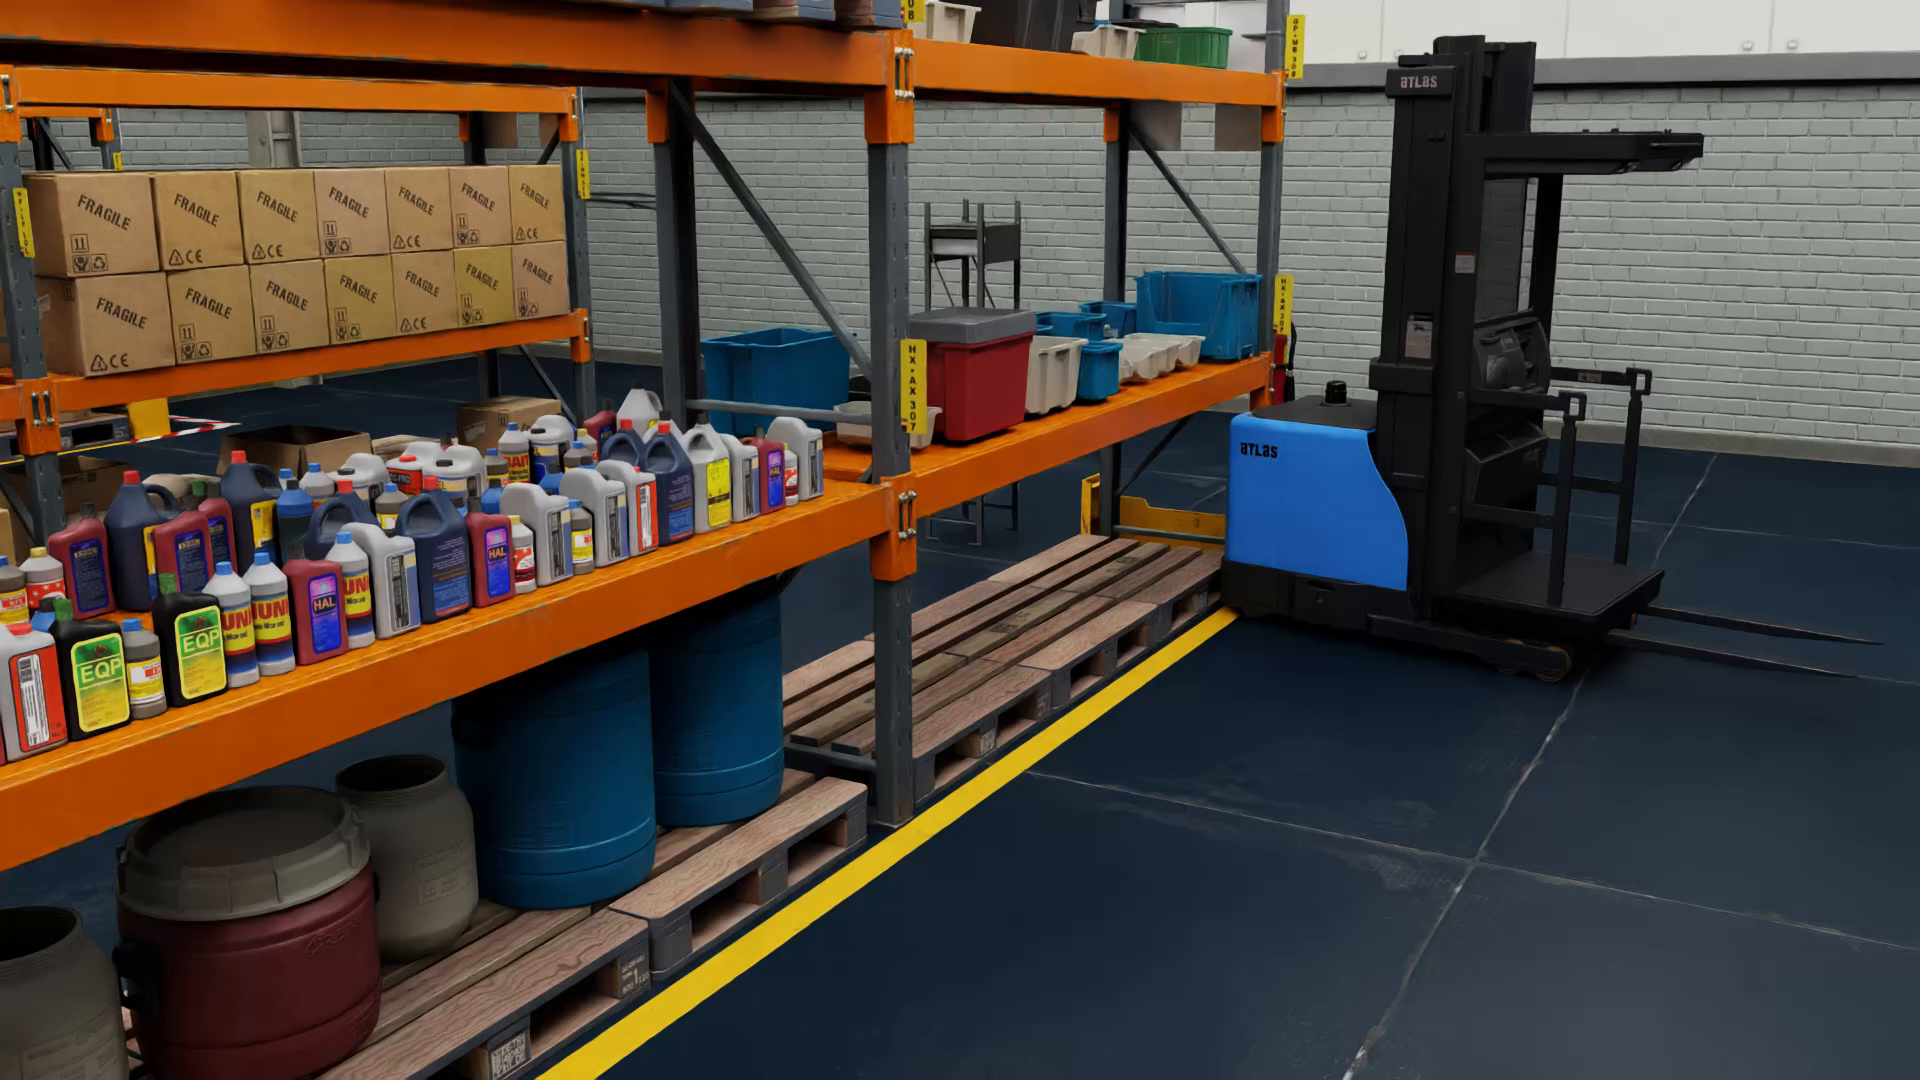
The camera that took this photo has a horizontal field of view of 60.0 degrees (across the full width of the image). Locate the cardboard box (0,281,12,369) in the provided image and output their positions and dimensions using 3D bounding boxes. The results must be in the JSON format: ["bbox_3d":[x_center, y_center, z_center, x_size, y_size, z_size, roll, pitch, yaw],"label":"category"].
[{"bbox_3d":[-4.958,-1.200,8.899,0.500,0.500,0.500,8,16,29],"label":"cardboard box"}]

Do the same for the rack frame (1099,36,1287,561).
[{"bbox_3d":[1.293,-1.279,9.437,1.000,3.000,0.127,7,15,28],"label":"rack frame"}]

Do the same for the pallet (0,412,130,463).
[{"bbox_3d":[-7.698,-0.873,13.703,1.003,0.211,1.213,7,15,28],"label":"pallet"}]

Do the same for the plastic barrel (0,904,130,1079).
[{"bbox_3d":[-2.158,1.140,3.818,0.421,0.512,0.421,0,14,0],"label":"plastic barrel"}]

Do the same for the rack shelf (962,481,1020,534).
[{"bbox_3d":[0.080,-0.361,10.596,0.431,0.518,0.480,7,15,28],"label":"rack shelf"}]

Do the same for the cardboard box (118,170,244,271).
[{"bbox_3d":[-4.252,-1.725,8.943,0.500,0.500,0.500,7,15,26],"label":"cardboard box"}]

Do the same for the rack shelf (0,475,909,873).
[{"bbox_3d":[-1.607,0.302,4.416,1.077,0.370,4.000,7,15,28],"label":"rack shelf"}]

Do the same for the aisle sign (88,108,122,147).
[{"bbox_3d":[-7.082,-3.646,13.709,0.394,0.787,0.004,7,15,28],"label":"aisle sign"}]

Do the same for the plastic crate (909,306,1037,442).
[{"bbox_3d":[0.011,-0.673,6.661,0.402,0.464,0.583,7,15,28],"label":"plastic crate"}]

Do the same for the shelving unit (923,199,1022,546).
[{"bbox_3d":[0.080,-1.055,10.428,0.431,2.100,0.503,7,15,28],"label":"shelving unit"}]

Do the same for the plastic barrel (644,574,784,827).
[{"bbox_3d":[-0.919,0.468,5.775,0.600,0.901,0.708,7,15,28],"label":"plastic barrel"}]

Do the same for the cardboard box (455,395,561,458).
[{"bbox_3d":[-3.088,-0.700,11.431,0.500,0.500,0.500,7,15,28],"label":"cardboard box"}]

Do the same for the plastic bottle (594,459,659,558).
[{"bbox_3d":[-0.969,-0.102,4.820,0.152,0.276,0.135,7,15,28],"label":"plastic bottle"}]

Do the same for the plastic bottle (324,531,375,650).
[{"bbox_3d":[-1.444,0.115,3.929,0.097,0.271,0.097,0,14,0],"label":"plastic bottle"}]

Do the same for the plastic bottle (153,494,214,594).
[{"bbox_3d":[-1.984,0.032,4.250,0.061,0.283,0.133,7,15,28],"label":"plastic bottle"}]

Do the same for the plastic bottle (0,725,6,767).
[{"bbox_3d":[-1.883,0.305,3.117,0.061,0.283,0.133,7,15,28],"label":"plastic bottle"}]

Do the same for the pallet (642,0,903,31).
[{"bbox_3d":[-0.934,-1.653,4.991,1.213,0.211,1.003,7,15,28],"label":"pallet"}]

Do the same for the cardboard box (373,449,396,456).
[{"bbox_3d":[-4.036,-0.433,10.859,0.500,0.250,0.500,7,15,28],"label":"cardboard box"}]

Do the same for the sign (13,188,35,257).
[{"bbox_3d":[-4.487,-1.521,7.971,0.100,0.325,0.005,7,15,28],"label":"sign"}]

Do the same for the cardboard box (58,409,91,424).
[{"bbox_3d":[-7.630,-1.235,13.694,0.700,0.500,0.500,7,15,28],"label":"cardboard box"}]

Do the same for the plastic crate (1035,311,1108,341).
[{"bbox_3d":[0.567,-1.078,8.834,0.416,0.233,0.300,7,15,28],"label":"plastic crate"}]

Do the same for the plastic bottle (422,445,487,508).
[{"bbox_3d":[-1.512,-0.139,4.973,0.152,0.276,0.135,7,15,28],"label":"plastic bottle"}]

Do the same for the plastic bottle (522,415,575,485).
[{"bbox_3d":[-1.375,-0.271,5.522,0.152,0.276,0.135,7,15,28],"label":"plastic bottle"}]

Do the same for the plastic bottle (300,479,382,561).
[{"bbox_3d":[-1.529,0.028,4.123,0.144,0.351,0.185,7,15,28],"label":"plastic bottle"}]

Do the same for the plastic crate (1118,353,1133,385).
[{"bbox_3d":[0.664,-0.811,7.933,0.298,0.136,0.250,7,15,28],"label":"plastic crate"}]

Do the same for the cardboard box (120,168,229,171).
[{"bbox_3d":[-4.468,-1.897,9.653,0.500,0.500,0.500,8,15,28],"label":"cardboard box"}]

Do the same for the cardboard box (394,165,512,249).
[{"bbox_3d":[-3.259,-2.149,10.701,0.500,0.500,0.500,8,16,30],"label":"cardboard box"}]

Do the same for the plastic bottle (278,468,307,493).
[{"bbox_3d":[-1.885,-0.065,4.679,0.097,0.271,0.097,0,14,0],"label":"plastic bottle"}]

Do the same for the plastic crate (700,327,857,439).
[{"bbox_3d":[-0.714,-0.614,6.586,0.392,0.384,0.575,7,15,28],"label":"plastic crate"}]

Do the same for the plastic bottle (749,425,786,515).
[{"bbox_3d":[-0.620,-0.231,5.341,0.061,0.283,0.133,7,15,28],"label":"plastic bottle"}]

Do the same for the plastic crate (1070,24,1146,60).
[{"bbox_3d":[0.511,-2.157,7.242,0.437,0.136,0.530,7,15,28],"label":"plastic crate"}]

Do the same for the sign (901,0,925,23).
[{"bbox_3d":[-0.160,-1.858,5.421,0.100,0.325,0.005,7,15,28],"label":"sign"}]

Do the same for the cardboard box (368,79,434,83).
[{"bbox_3d":[-3.540,-2.885,10.021,0.500,0.250,0.500,7,15,28],"label":"cardboard box"}]

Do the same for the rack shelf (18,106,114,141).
[{"bbox_3d":[-8.346,-3.099,12.124,1.077,0.370,4.000,7,15,28],"label":"rack shelf"}]

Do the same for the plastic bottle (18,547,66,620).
[{"bbox_3d":[-2.240,0.119,4.063,0.097,0.201,0.097,0,14,0],"label":"plastic bottle"}]

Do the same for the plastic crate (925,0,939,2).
[{"bbox_3d":[-0.049,-2.260,7.359,0.437,0.282,0.530,7,15,28],"label":"plastic crate"}]

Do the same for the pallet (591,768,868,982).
[{"bbox_3d":[-1.050,1.051,5.723,1.003,0.211,1.213,7,15,28],"label":"pallet"}]

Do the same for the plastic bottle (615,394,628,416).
[{"bbox_3d":[-1.191,-0.374,5.935,0.061,0.283,0.133,7,15,28],"label":"plastic bottle"}]

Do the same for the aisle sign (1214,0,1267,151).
[{"bbox_3d":[1.584,-2.524,9.056,0.394,0.787,0.004,7,15,28],"label":"aisle sign"}]

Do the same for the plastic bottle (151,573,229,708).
[{"bbox_3d":[-1.642,0.203,3.542,0.061,0.283,0.133,7,15,28],"label":"plastic bottle"}]

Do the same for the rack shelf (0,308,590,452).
[{"bbox_3d":[-4.008,-1.081,10.151,1.077,0.370,4.000,7,15,28],"label":"rack shelf"}]

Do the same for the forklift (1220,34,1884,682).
[{"bbox_3d":[2.859,-0.901,8.015,3.031,2.935,1.130,10,17,37],"label":"forklift"}]

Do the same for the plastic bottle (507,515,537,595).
[{"bbox_3d":[-1.178,0.037,4.406,0.097,0.201,0.097,0,14,0],"label":"plastic bottle"}]

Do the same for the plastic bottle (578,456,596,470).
[{"bbox_3d":[-1.087,-0.110,4.864,0.097,0.271,0.097,0,14,0],"label":"plastic bottle"}]

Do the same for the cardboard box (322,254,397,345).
[{"bbox_3d":[-3.757,-1.455,9.954,0.500,0.500,0.500,7,15,27],"label":"cardboard box"}]

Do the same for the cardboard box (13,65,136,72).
[{"bbox_3d":[-4.523,-2.477,8.328,0.500,0.250,0.500,7,15,28],"label":"cardboard box"}]

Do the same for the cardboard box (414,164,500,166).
[{"bbox_3d":[-3.487,-2.314,11.386,0.500,0.500,0.500,8,16,30],"label":"cardboard box"}]
